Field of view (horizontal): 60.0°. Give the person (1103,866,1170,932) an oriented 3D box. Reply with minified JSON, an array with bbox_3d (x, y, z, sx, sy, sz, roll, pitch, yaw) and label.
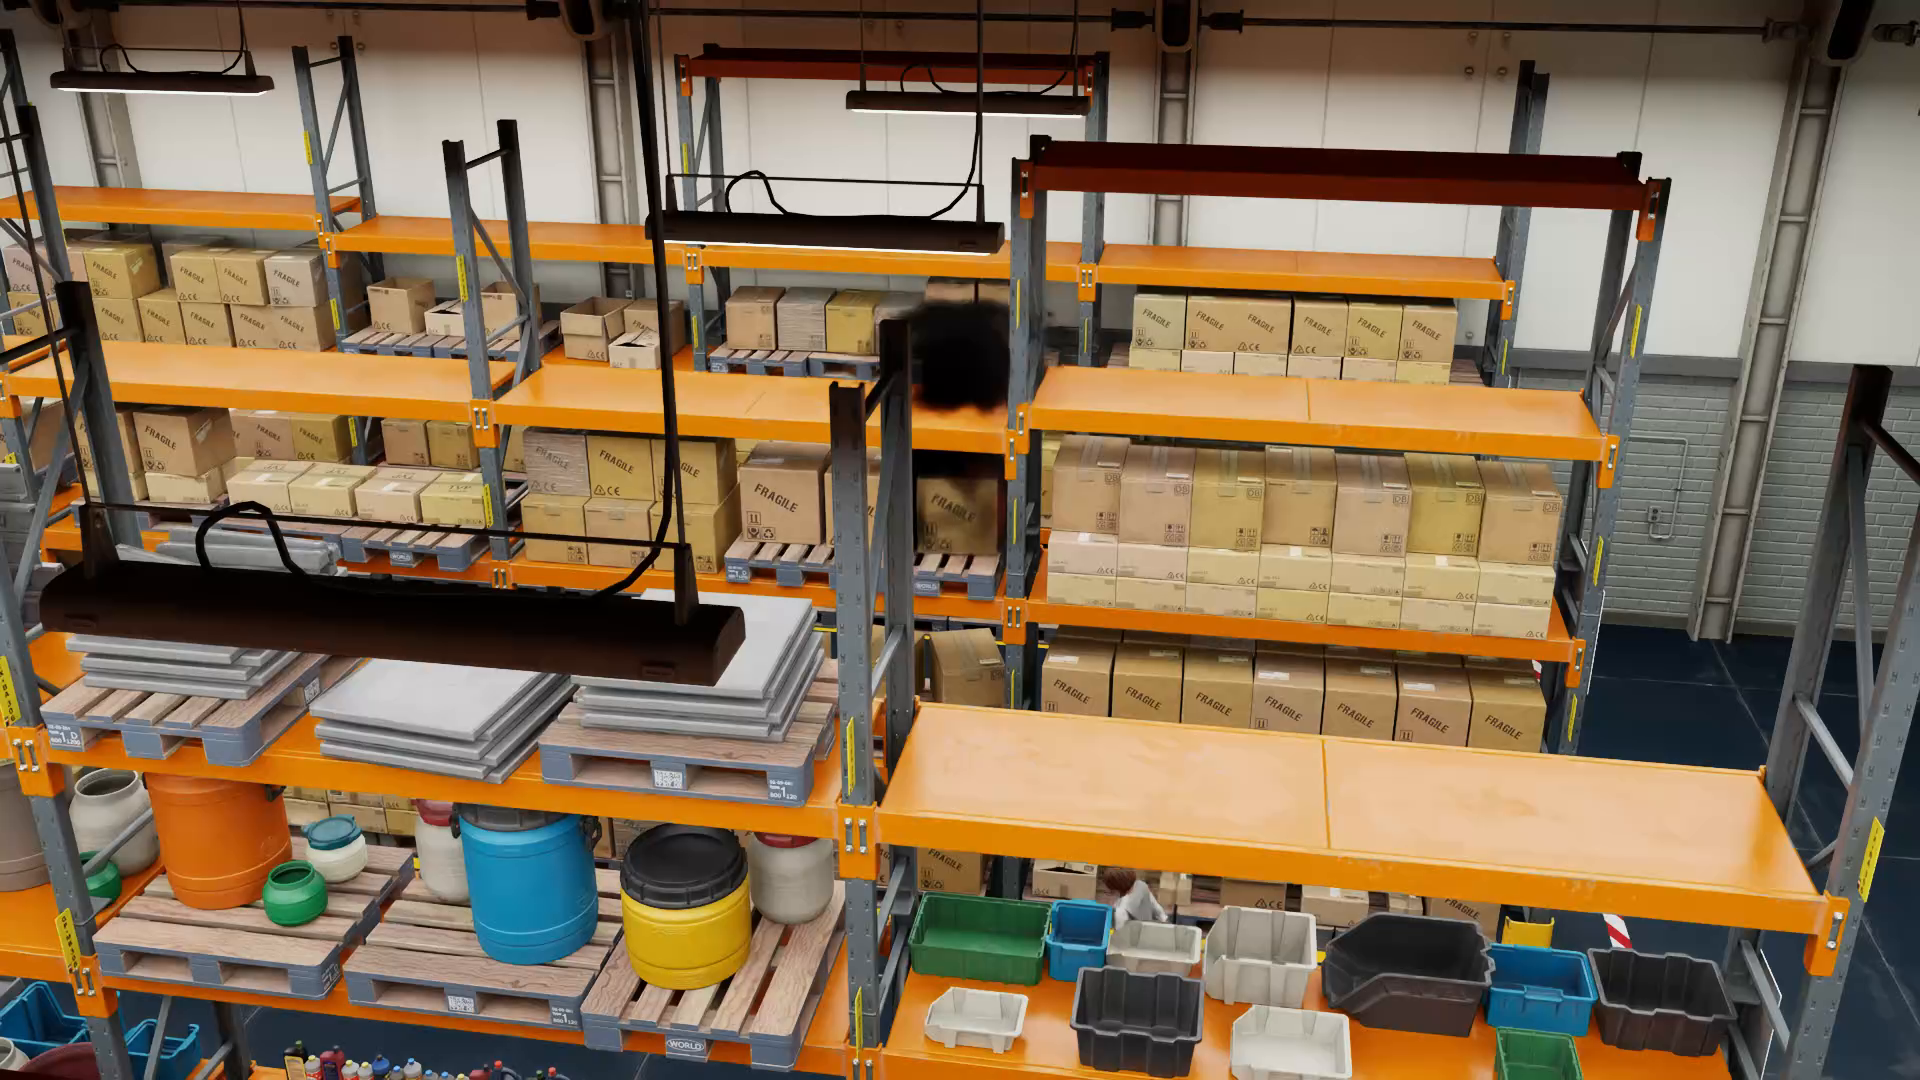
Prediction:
[{"bbox_3d":[1.220,2.899,11.562,0.598,1.543,0.561,10,25,22],"label":"person"}]
